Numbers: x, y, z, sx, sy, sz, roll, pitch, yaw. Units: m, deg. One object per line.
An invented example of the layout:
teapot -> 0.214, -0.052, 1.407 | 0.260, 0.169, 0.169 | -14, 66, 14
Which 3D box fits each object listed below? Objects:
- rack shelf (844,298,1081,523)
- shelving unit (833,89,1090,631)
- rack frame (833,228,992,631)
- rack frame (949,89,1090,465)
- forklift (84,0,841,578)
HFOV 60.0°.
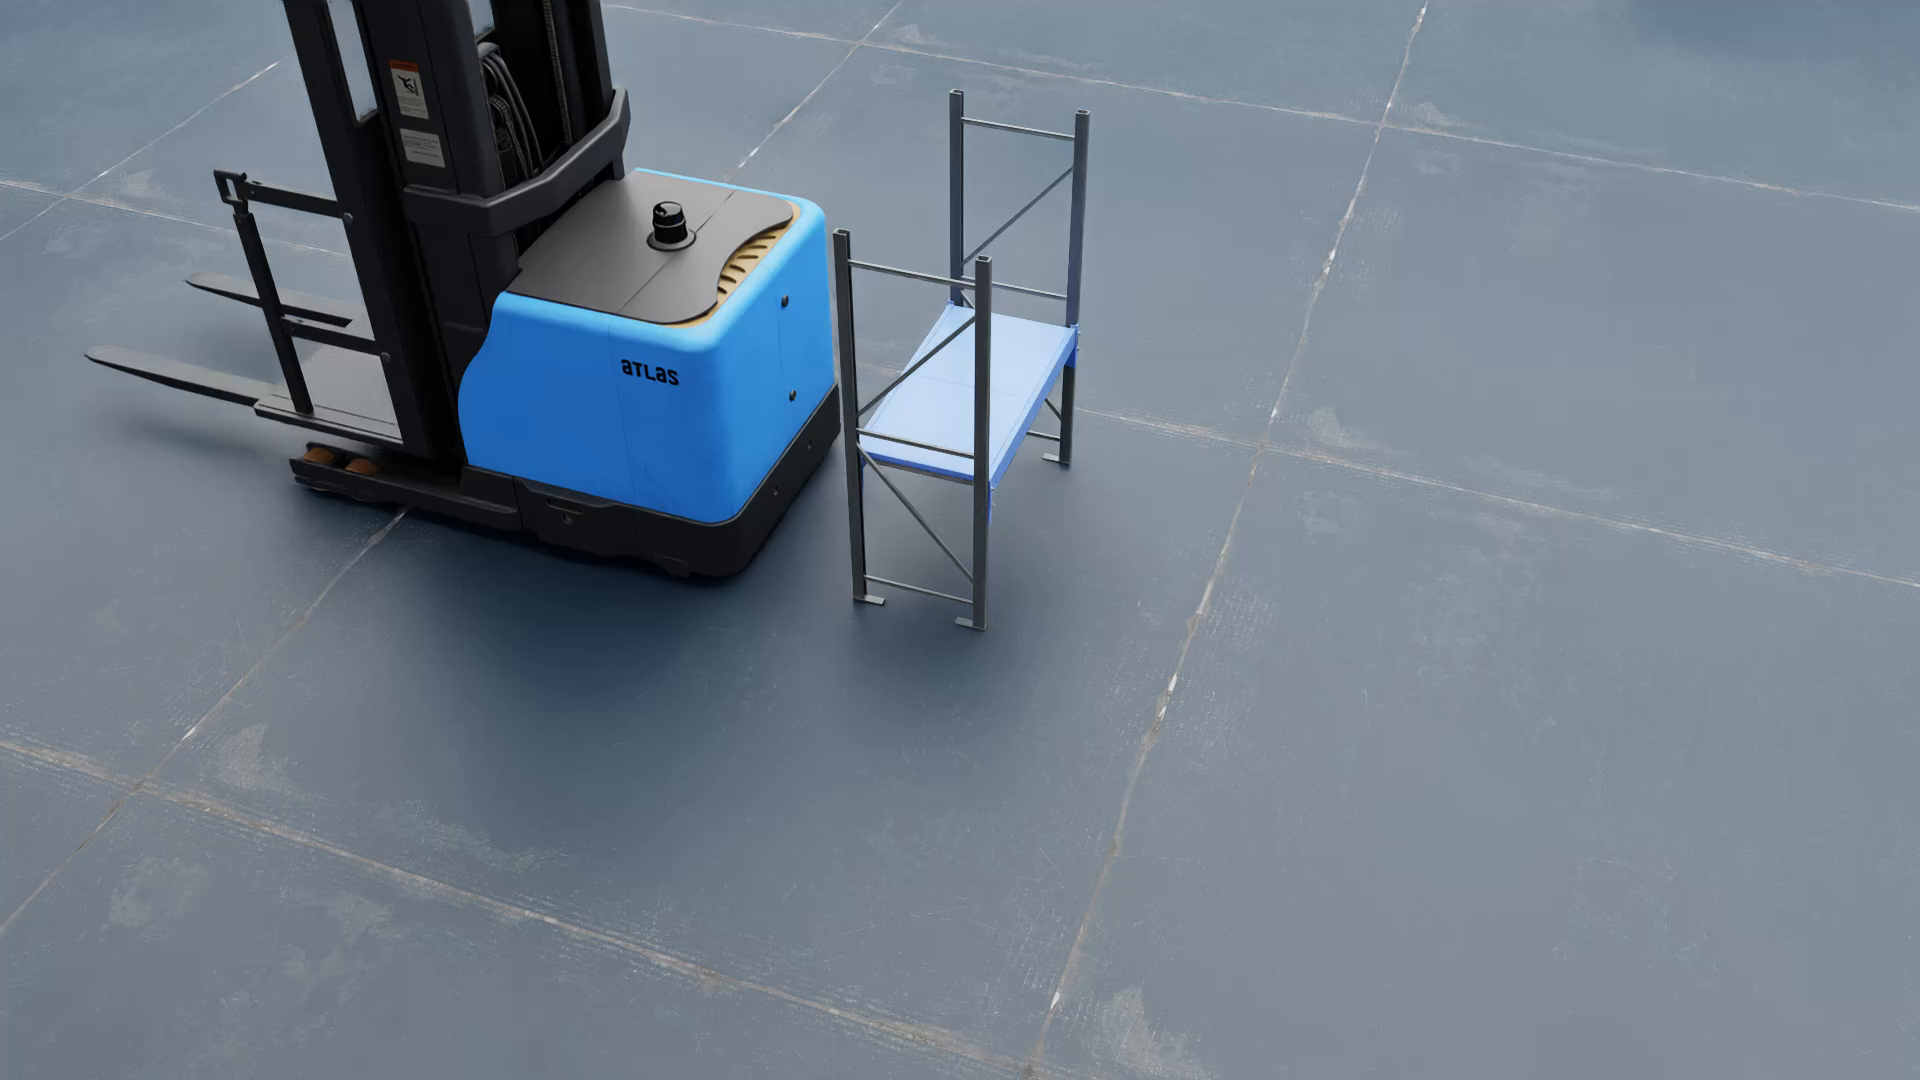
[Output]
rack shelf -> 0.029, -0.486, 5.941 | 0.538, 0.185, 1.000 | 13, 42, 15
shelving unit -> 0.029, -0.623, 5.824 | 0.538, 1.500, 1.048 | 13, 42, 15
rack frame -> -0.145, -0.313, 5.461 | 0.500, 1.500, 0.032 | 13, 42, 15
rack frame -> 0.203, -0.933, 6.188 | 0.500, 1.500, 0.032 | 13, 42, 15
forklift -> -2.048, -1.568, 5.830 | 3.031, 2.935, 1.130 | 13, 42, 15
